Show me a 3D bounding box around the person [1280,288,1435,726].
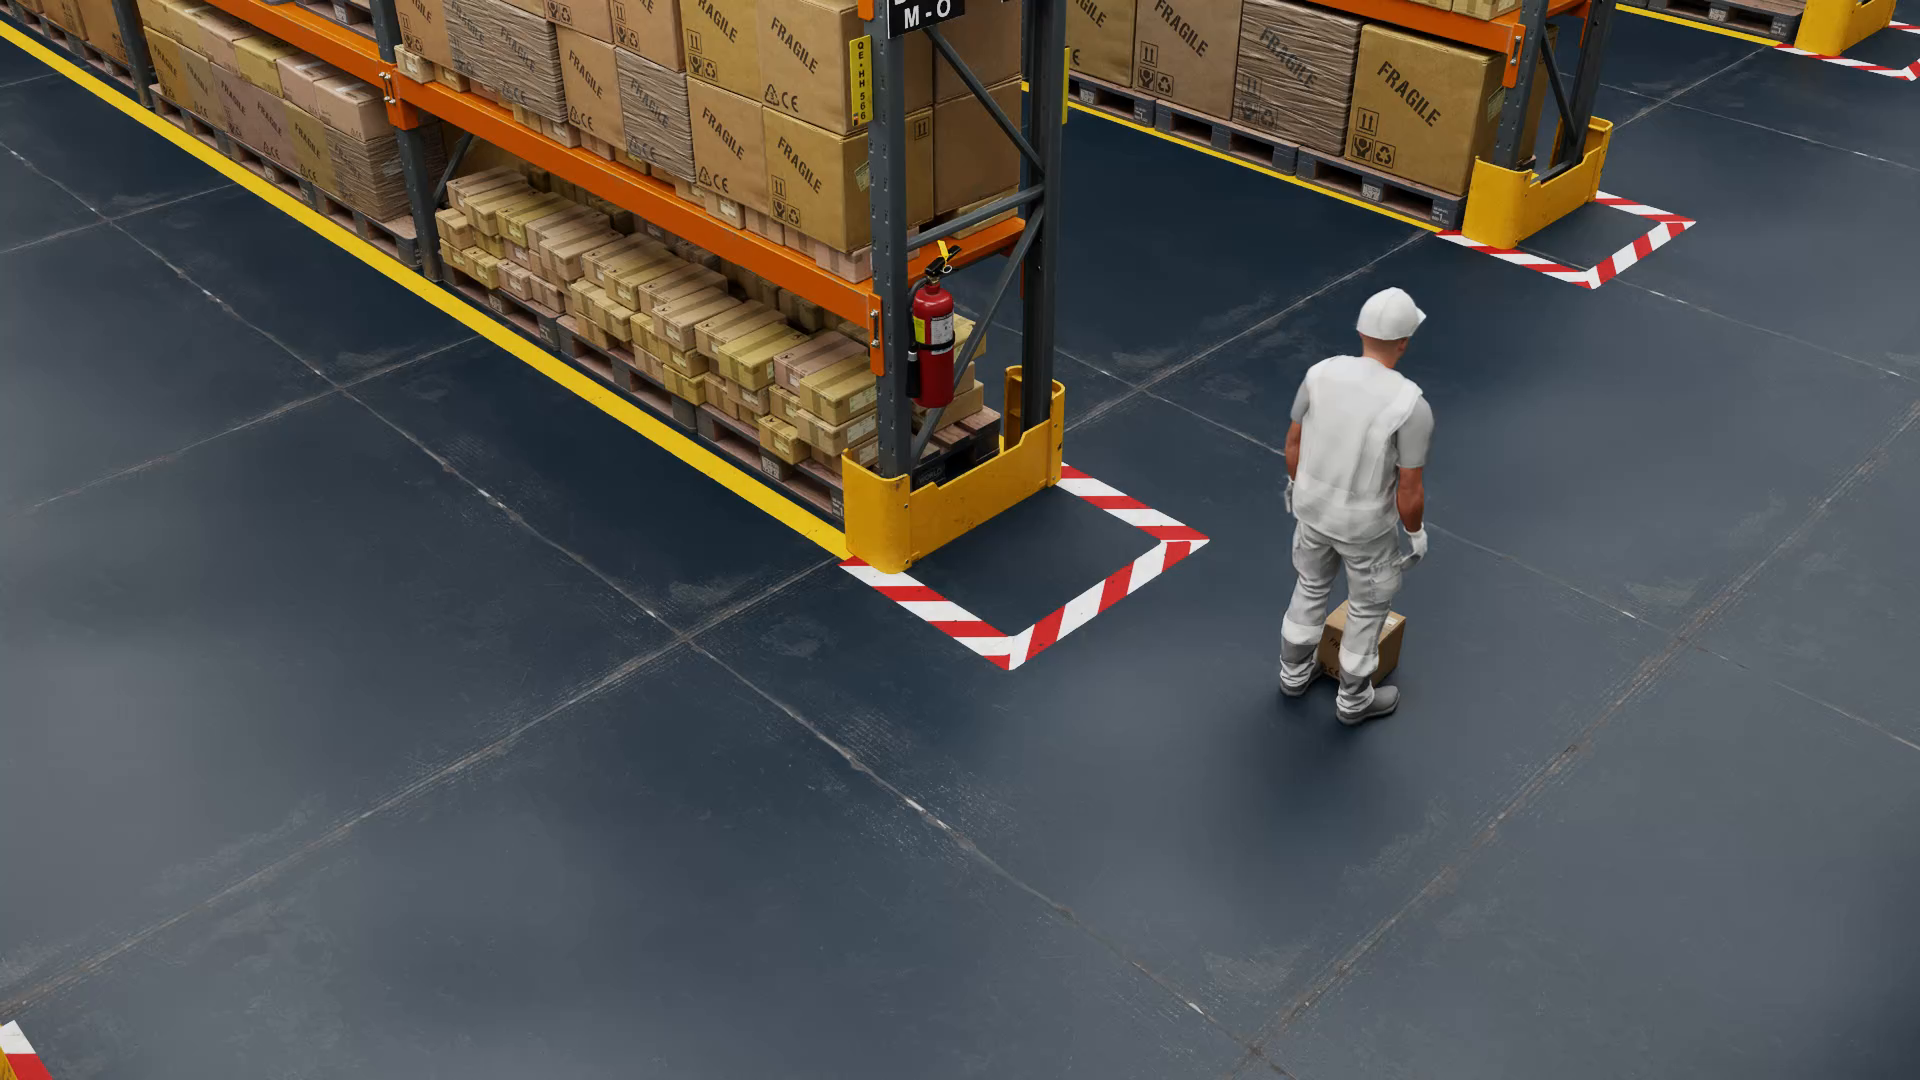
[{"bbox_3d":[1.490,-0.108,6.285,0.609,1.779,0.454,29,45,35],"label":"person"}]
